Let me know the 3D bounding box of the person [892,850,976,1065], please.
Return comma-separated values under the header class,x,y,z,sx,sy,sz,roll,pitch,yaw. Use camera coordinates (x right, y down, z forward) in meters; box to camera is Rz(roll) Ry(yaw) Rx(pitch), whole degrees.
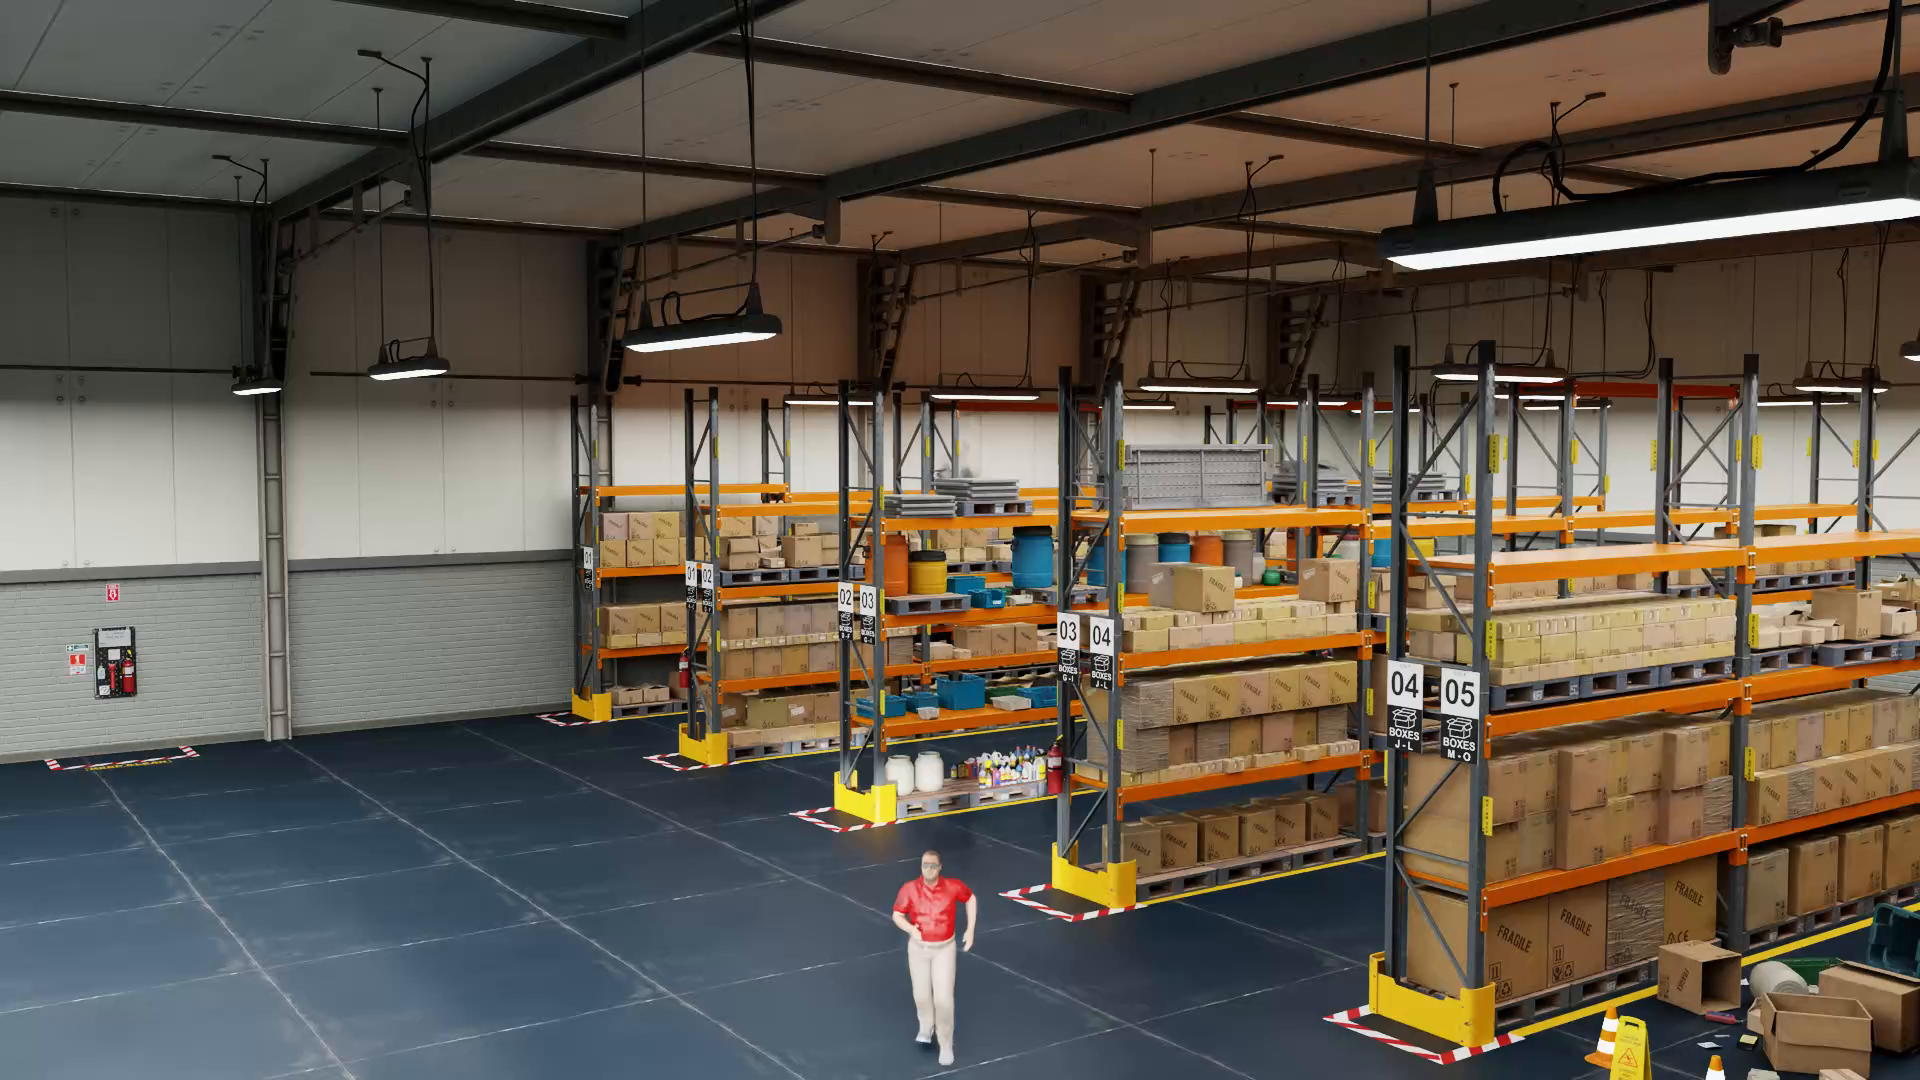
class,x,y,z,sx,sy,sz,roll,pitch,yaw
person,-0.222,3.493,13.904,0.685,1.816,0.765,0,3,5
